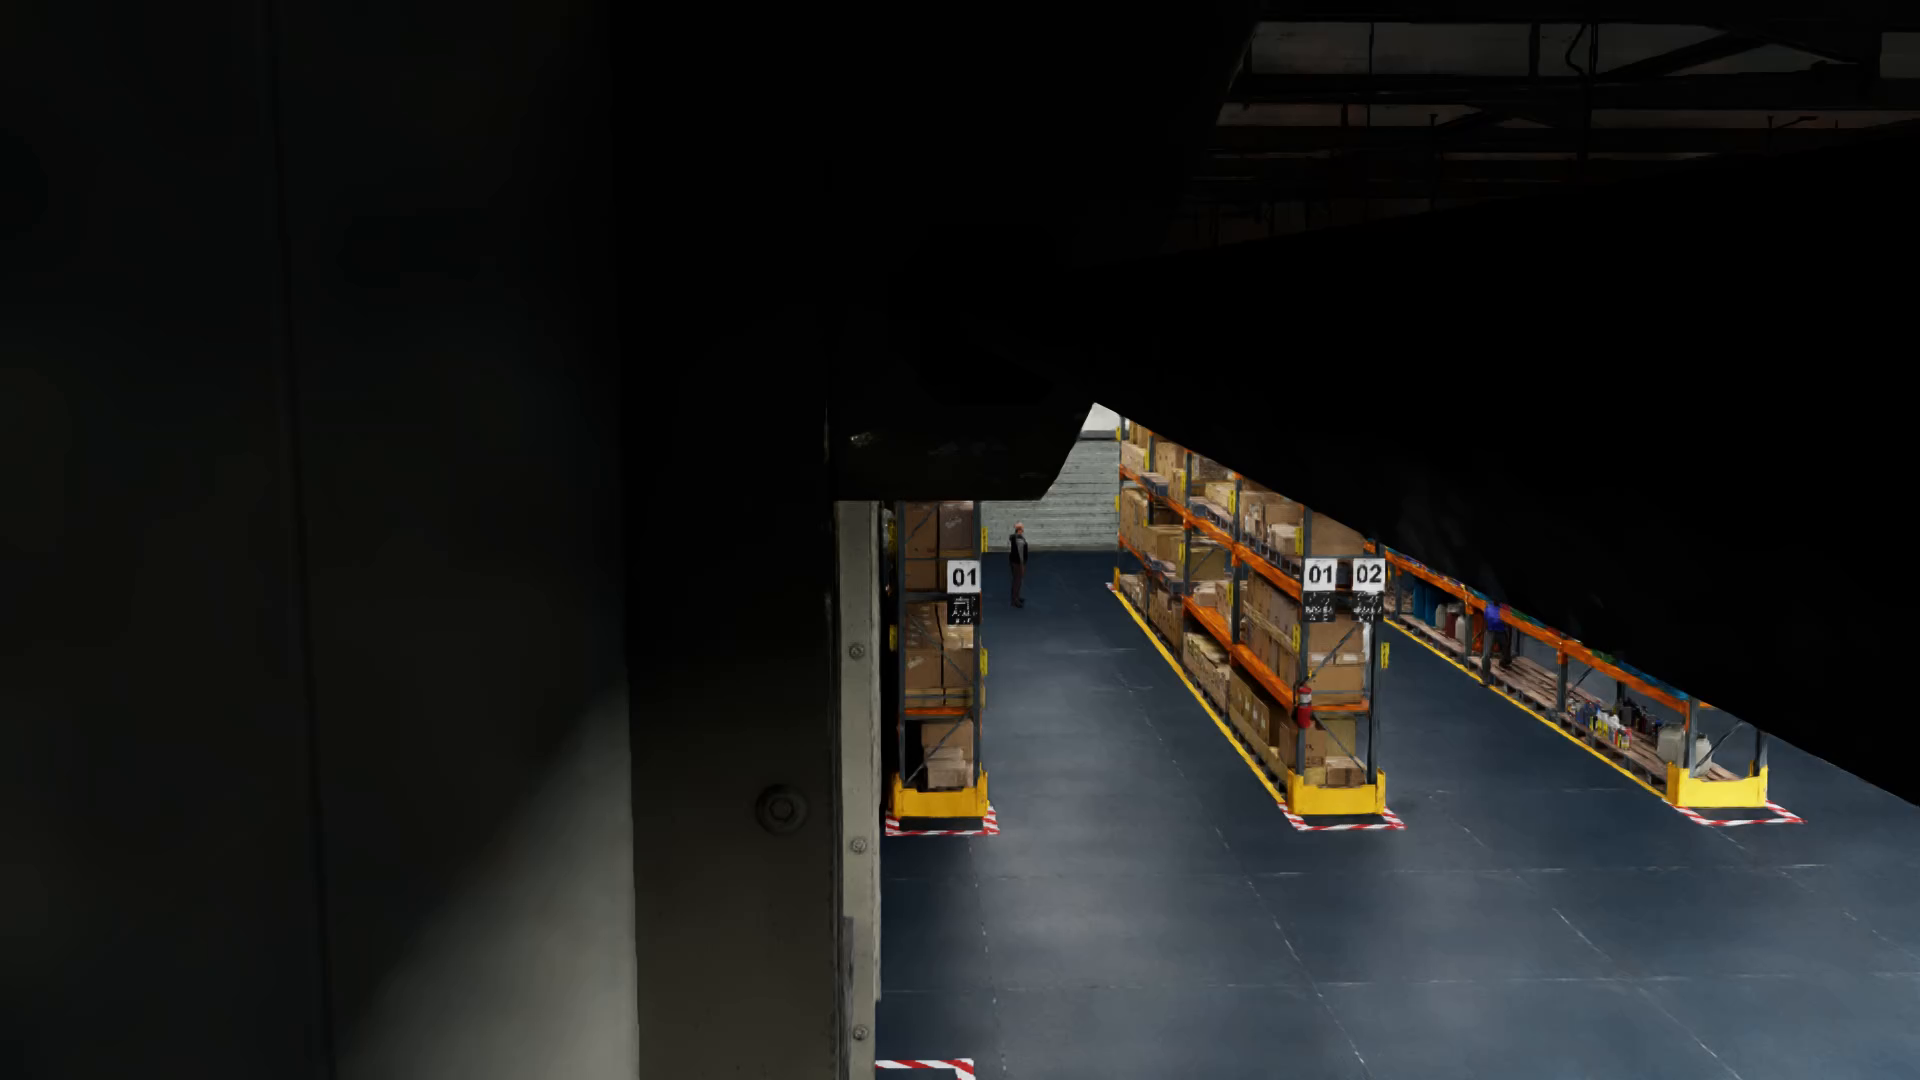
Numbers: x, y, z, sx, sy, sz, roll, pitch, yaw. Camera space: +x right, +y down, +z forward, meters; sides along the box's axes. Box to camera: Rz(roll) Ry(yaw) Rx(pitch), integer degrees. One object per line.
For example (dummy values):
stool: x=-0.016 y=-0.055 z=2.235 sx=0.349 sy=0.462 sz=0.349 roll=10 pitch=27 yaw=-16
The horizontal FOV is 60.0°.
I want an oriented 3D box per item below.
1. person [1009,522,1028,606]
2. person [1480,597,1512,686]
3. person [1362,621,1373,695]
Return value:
person: x=1.222 y=0.476 z=34.645 sx=0.386 sy=1.727 sz=0.654 roll=-2 pitch=8 yaw=-12
person: x=8.886 y=1.584 z=27.513 sx=0.507 sy=1.600 sz=0.945 roll=3 pitch=9 yaw=19
person: x=6.044 y=1.825 z=25.502 sx=0.677 sy=1.726 sz=0.574 roll=-1 pitch=8 yaw=-5
